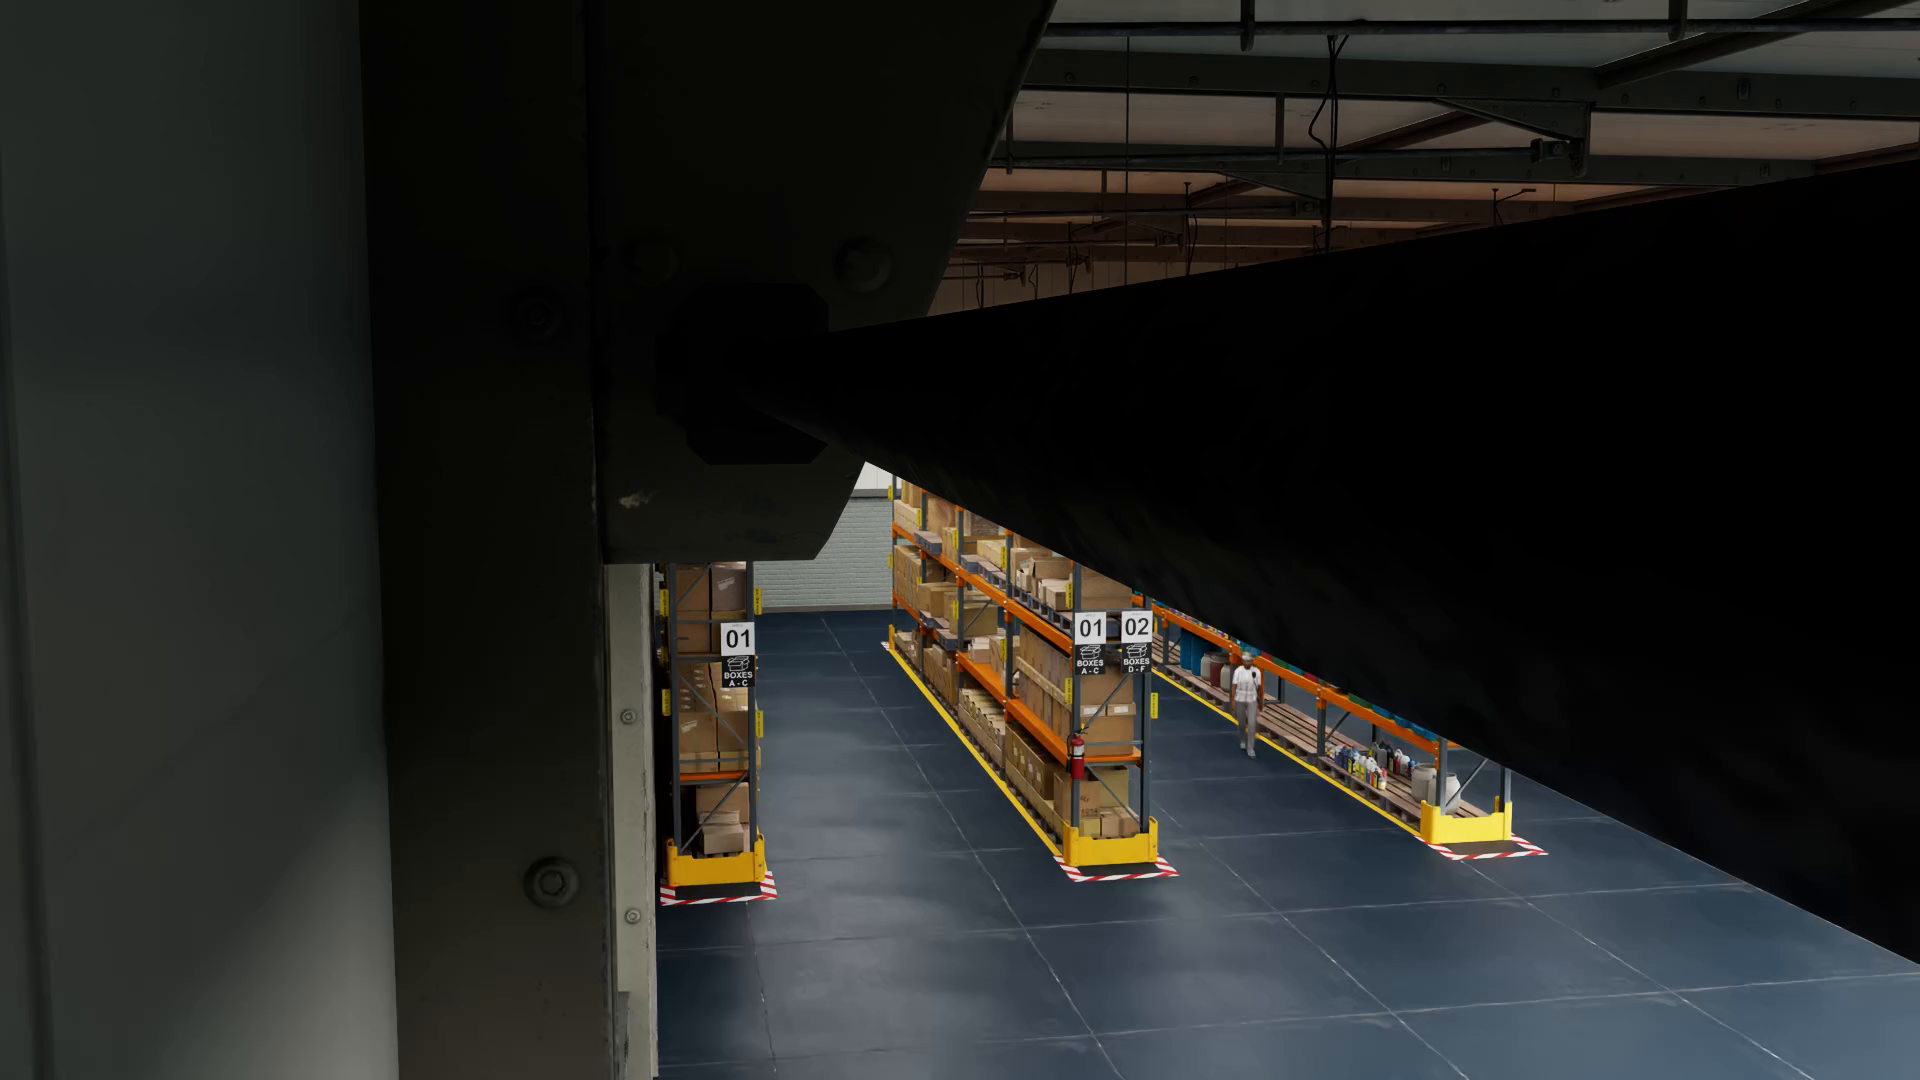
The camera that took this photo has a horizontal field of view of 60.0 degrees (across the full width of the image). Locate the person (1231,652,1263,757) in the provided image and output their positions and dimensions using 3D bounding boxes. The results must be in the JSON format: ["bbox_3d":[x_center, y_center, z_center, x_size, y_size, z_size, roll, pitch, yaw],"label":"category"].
[{"bbox_3d":[4.603,2.610,26.765,0.483,1.637,0.922,2,6,17],"label":"person"}]
